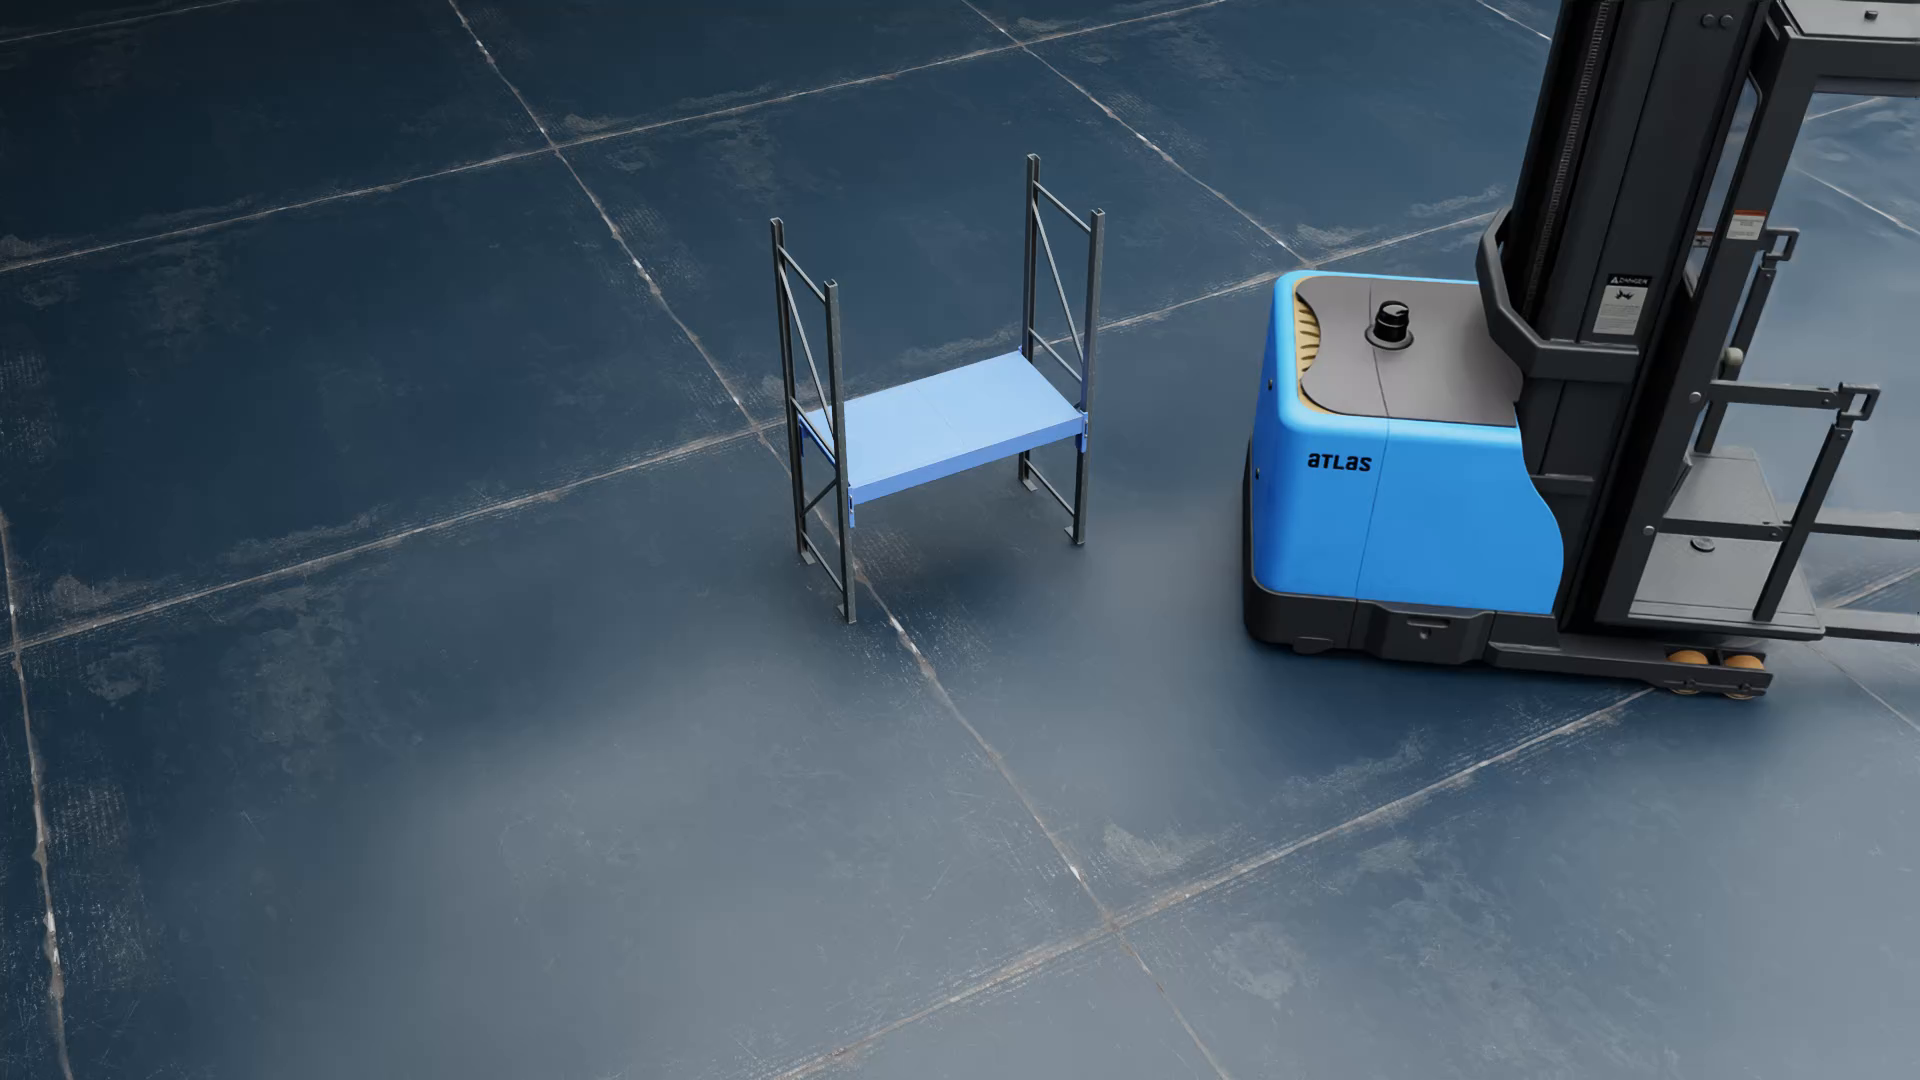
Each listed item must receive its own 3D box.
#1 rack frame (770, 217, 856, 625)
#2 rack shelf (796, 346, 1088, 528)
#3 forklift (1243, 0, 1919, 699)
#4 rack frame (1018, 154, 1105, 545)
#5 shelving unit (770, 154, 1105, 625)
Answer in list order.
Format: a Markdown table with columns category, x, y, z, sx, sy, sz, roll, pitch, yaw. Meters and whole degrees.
| category | x | y | z | sx | sy | sz | roll | pitch | yaw |
| --- | --- | --- | --- | --- | --- | --- | --- | --- | --- |
| rack frame | -0.527 | -0.395 | 6.056 | 0.032 | 1.500 | 0.500 | -19 | 44 | -21 |
| rack shelf | -0.076 | -0.410 | 6.352 | 1.000 | 0.185 | 0.538 | -19 | 44 | -21 |
| forklift | 2.626 | -0.905 | 5.550 | 3.031 | 2.935 | 1.130 | 5 | 40 | 5 |
| rack frame | 0.375 | -0.699 | 6.415 | 0.032 | 1.500 | 0.500 | -19 | 44 | -21 |
| shelving unit | -0.076 | -0.547 | 6.235 | 1.048 | 1.500 | 0.538 | -19 | 44 | -21 |
